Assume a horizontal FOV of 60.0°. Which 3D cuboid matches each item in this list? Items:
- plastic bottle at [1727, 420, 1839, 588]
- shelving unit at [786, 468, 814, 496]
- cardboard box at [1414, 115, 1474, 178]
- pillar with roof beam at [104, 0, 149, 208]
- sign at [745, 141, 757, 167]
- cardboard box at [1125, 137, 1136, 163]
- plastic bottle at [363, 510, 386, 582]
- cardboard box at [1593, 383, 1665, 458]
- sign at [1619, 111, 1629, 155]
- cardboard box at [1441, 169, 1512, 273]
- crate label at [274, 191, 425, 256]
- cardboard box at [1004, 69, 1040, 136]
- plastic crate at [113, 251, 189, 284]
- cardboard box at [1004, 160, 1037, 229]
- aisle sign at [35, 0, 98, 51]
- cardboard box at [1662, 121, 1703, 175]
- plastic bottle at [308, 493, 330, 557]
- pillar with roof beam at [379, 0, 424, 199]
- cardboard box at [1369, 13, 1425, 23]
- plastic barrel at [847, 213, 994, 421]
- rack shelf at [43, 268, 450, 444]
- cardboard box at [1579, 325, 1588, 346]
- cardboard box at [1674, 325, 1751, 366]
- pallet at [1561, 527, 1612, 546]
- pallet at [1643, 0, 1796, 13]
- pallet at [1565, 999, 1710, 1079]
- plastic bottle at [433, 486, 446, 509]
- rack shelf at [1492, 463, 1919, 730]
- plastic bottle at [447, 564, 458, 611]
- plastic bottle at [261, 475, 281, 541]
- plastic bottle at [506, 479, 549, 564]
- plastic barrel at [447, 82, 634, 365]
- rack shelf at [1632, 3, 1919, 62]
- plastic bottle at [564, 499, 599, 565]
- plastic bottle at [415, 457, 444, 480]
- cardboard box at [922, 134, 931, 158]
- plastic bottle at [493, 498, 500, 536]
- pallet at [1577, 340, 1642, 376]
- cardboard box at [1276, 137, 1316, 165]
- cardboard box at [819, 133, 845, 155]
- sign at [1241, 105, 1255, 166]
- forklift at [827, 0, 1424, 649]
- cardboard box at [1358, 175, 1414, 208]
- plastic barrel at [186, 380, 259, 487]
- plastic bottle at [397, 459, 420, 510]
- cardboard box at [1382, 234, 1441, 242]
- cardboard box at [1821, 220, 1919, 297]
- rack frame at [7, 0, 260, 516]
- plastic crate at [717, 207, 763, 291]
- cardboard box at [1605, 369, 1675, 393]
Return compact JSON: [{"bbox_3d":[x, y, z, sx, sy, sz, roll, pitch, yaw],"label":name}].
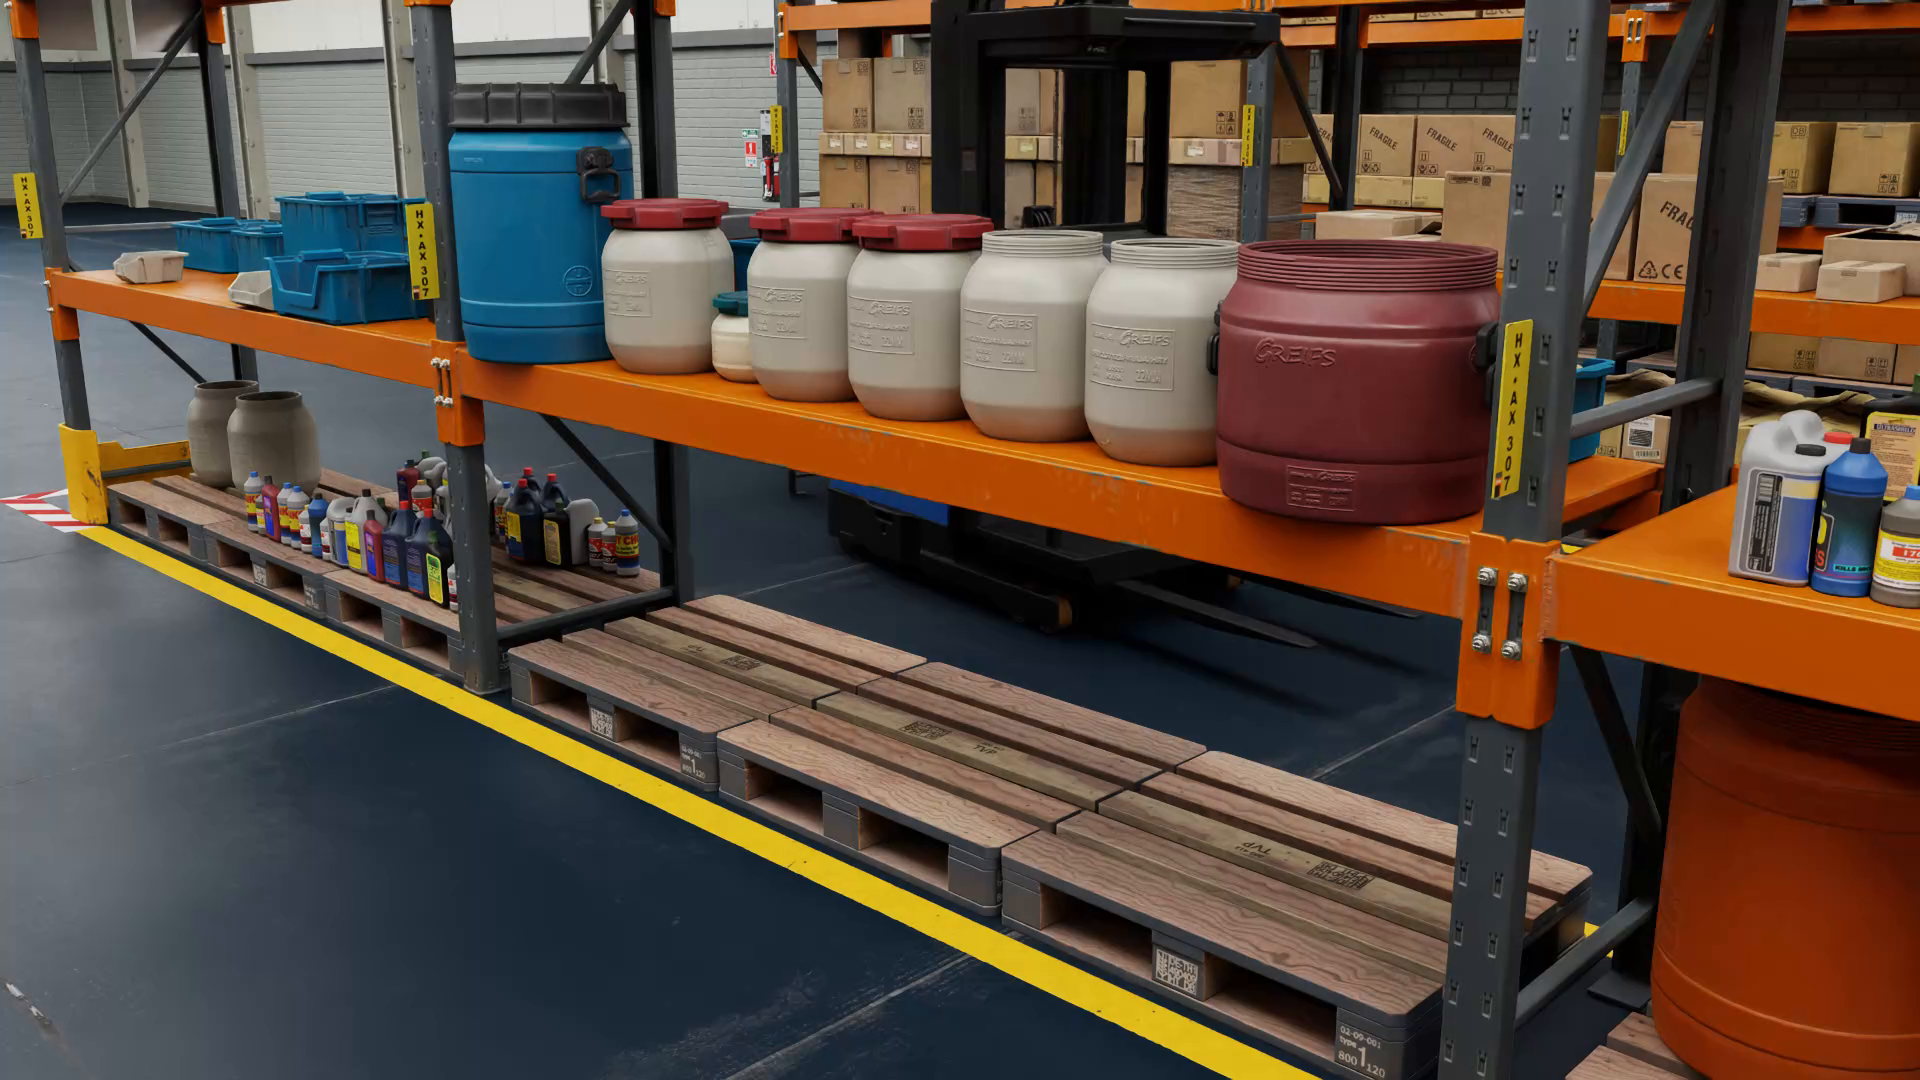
[{"bbox_3d":[1.490,-0.070,2.999,0.135,0.276,0.152,14,20,42],"label":"plastic bottle"},{"bbox_3d":[-0.466,-0.912,8.956,0.538,1.500,1.048,-11,18,-35],"label":"shelving unit"},{"bbox_3d":[4.127,-3.266,13.788,0.500,0.500,0.500,13,19,41],"label":"cardboard box"},{"bbox_3d":[-20.959,-10.870,32.301,0.400,9.000,9.100,14,20,42],"label":"pillar with roof beam"},{"bbox_3d":[-2.773,-5.120,22.062,0.234,0.329,0.001,14,20,42],"label":"sign"},{"bbox_3d":[1.064,-2.369,10.090,0.250,0.149,0.380,14,20,42],"label":"cardboard box"},{"bbox_3d":[-2.424,0.022,6.914,0.061,0.283,0.133,-13,19,-41],"label":"plastic bottle"},{"bbox_3d":[3.197,-0.621,8.374,0.500,0.311,0.500,-14,20,-43],"label":"cardboard box"},{"bbox_3d":[5.029,-3.082,12.595,0.005,0.325,0.100,14,20,42],"label":"sign"},{"bbox_3d":[2.885,-1.682,8.740,0.500,0.500,0.500,-13,19,-40],"label":"cardboard box"},{"bbox_3d":[-2.843,-1.409,7.820,0.616,0.435,0.502,14,20,42],"label":"crate label"},{"bbox_3d":[0.557,-2.879,10.763,0.500,0.500,0.700,14,20,42],"label":"cardboard box"},{"bbox_3d":[-3.935,-1.322,8.081,0.250,0.136,0.298,14,20,42],"label":"plastic crate"},{"bbox_3d":[0.529,-2.257,10.948,0.700,0.500,0.500,-14,20,-43],"label":"cardboard box"},{"bbox_3d":[-4.611,-2.882,8.389,0.004,0.787,0.394,14,20,42],"label":"aisle sign"},{"bbox_3d":[5.743,-2.929,12.654,0.500,0.500,0.700,14,20,42],"label":"cardboard box"},{"bbox_3d":[-2.802,-0.071,7.293,0.097,0.271,0.097,0,15,0],"label":"plastic bottle"},{"bbox_3d":[-12.321,-8.769,24.241,0.400,9.000,9.100,14,20,42],"label":"pillar with roof beam"},{"bbox_3d":[3.727,-4.588,13.905,0.500,0.500,0.500,-13,19,-41],"label":"cardboard box"},{"bbox_3d":[-0.100,-0.619,4.590,0.433,0.535,0.433,0,15,0],"label":"plastic barrel"},{"bbox_3d":[-2.916,-0.967,7.620,4.000,0.370,1.077,14,20,42],"label":"rack shelf"},{"bbox_3d":[4.994,-1.693,13.728,0.250,0.166,0.380,11,18,35],"label":"cardboard box"},{"bbox_3d":[5.942,-1.641,12.864,0.700,0.500,0.500,-14,20,-42],"label":"cardboard box"},{"bbox_3d":[3.405,-0.179,8.698,1.213,0.211,1.003,14,20,42],"label":"pallet"},{"bbox_3d":[5.771,-3.996,12.244,1.003,0.211,1.213,14,20,42],"label":"pallet"},{"bbox_3d":[2.000,1.215,3.350,1.213,0.211,1.003,14,20,42],"label":"pallet"},{"bbox_3d":[-2.397,-0.151,7.738,0.097,0.201,0.097,0,15,0],"label":"plastic bottle"},{"bbox_3d":[2.843,0.433,2.247,4.000,0.370,1.077,14,20,42],"label":"rack shelf"},{"bbox_3d":[-1.954,0.169,6.510,0.097,0.201,0.097,0,15,0],"label":"plastic bottle"},{"bbox_3d":[-3.117,-0.147,7.560,0.133,0.283,0.061,14,20,43],"label":"plastic bottle"},{"bbox_3d":[-1.869,-0.086,7.195,0.185,0.351,0.144,14,20,42],"label":"plastic bottle"},{"bbox_3d":[-1.408,-1.085,5.652,0.708,0.901,0.600,14,20,42],"label":"plastic barrel"},{"bbox_3d":[6.840,-3.516,11.457,4.000,0.370,1.077,14,20,42],"label":"rack shelf"},{"bbox_3d":[-1.653,-0.047,7.191,0.152,0.276,0.135,-14,20,-42],"label":"plastic bottle"},{"bbox_3d":[-2.567,-0.269,8.044,0.135,0.276,0.152,14,20,43],"label":"plastic bottle"},{"bbox_3d":[-0.038,-2.637,11.120,0.250,0.149,0.380,13,19,40],"label":"cardboard box"},{"bbox_3d":[-2.093,-0.127,7.648,0.097,0.201,0.097,0,15,0],"label":"plastic bottle"},{"bbox_3d":[4.892,-1.525,13.865,1.213,0.211,1.003,14,20,42],"label":"pallet"},{"bbox_3d":[1.906,-2.308,9.855,0.250,0.149,0.380,14,20,42],"label":"cardboard box"},{"bbox_3d":[-0.782,-2.818,11.813,0.250,0.149,0.380,13,20,42],"label":"cardboard box"},{"bbox_3d":[1.581,-2.219,9.127,0.005,0.325,0.100,14,20,42],"label":"sign"},{"bbox_3d":[0.624,-1.167,7.100,1.130,2.935,3.031,-11,18,-35],"label":"forklift"},{"bbox_3d":[3.760,-2.990,14.215,0.500,0.250,0.500,14,20,43],"label":"cardboard box"},{"bbox_3d":[-3.829,-0.563,8.745,0.421,0.512,0.421,0,15,0],"label":"plastic barrel"},{"bbox_3d":[-2.640,-0.253,7.969,0.133,0.283,0.061,14,20,42],"label":"plastic bottle"},{"bbox_3d":[2.461,-1.550,8.928,0.250,0.149,0.380,14,20,42],"label":"cardboard box"},{"bbox_3d":[4.335,-1.312,7.694,0.500,0.311,0.500,13,20,42],"label":"cardboard box"},{"bbox_3d":[-4.356,-1.665,8.873,0.127,3.000,1.000,14,20,42],"label":"rack frame"},{"bbox_3d":[-0.915,-0.967,6.066,0.583,0.464,0.402,14,20,42],"label":"plastic crate"},{"bbox_3d":[3.551,-0.722,8.763,0.500,0.311,0.500,13,20,42],"label":"cardboard box"}]
